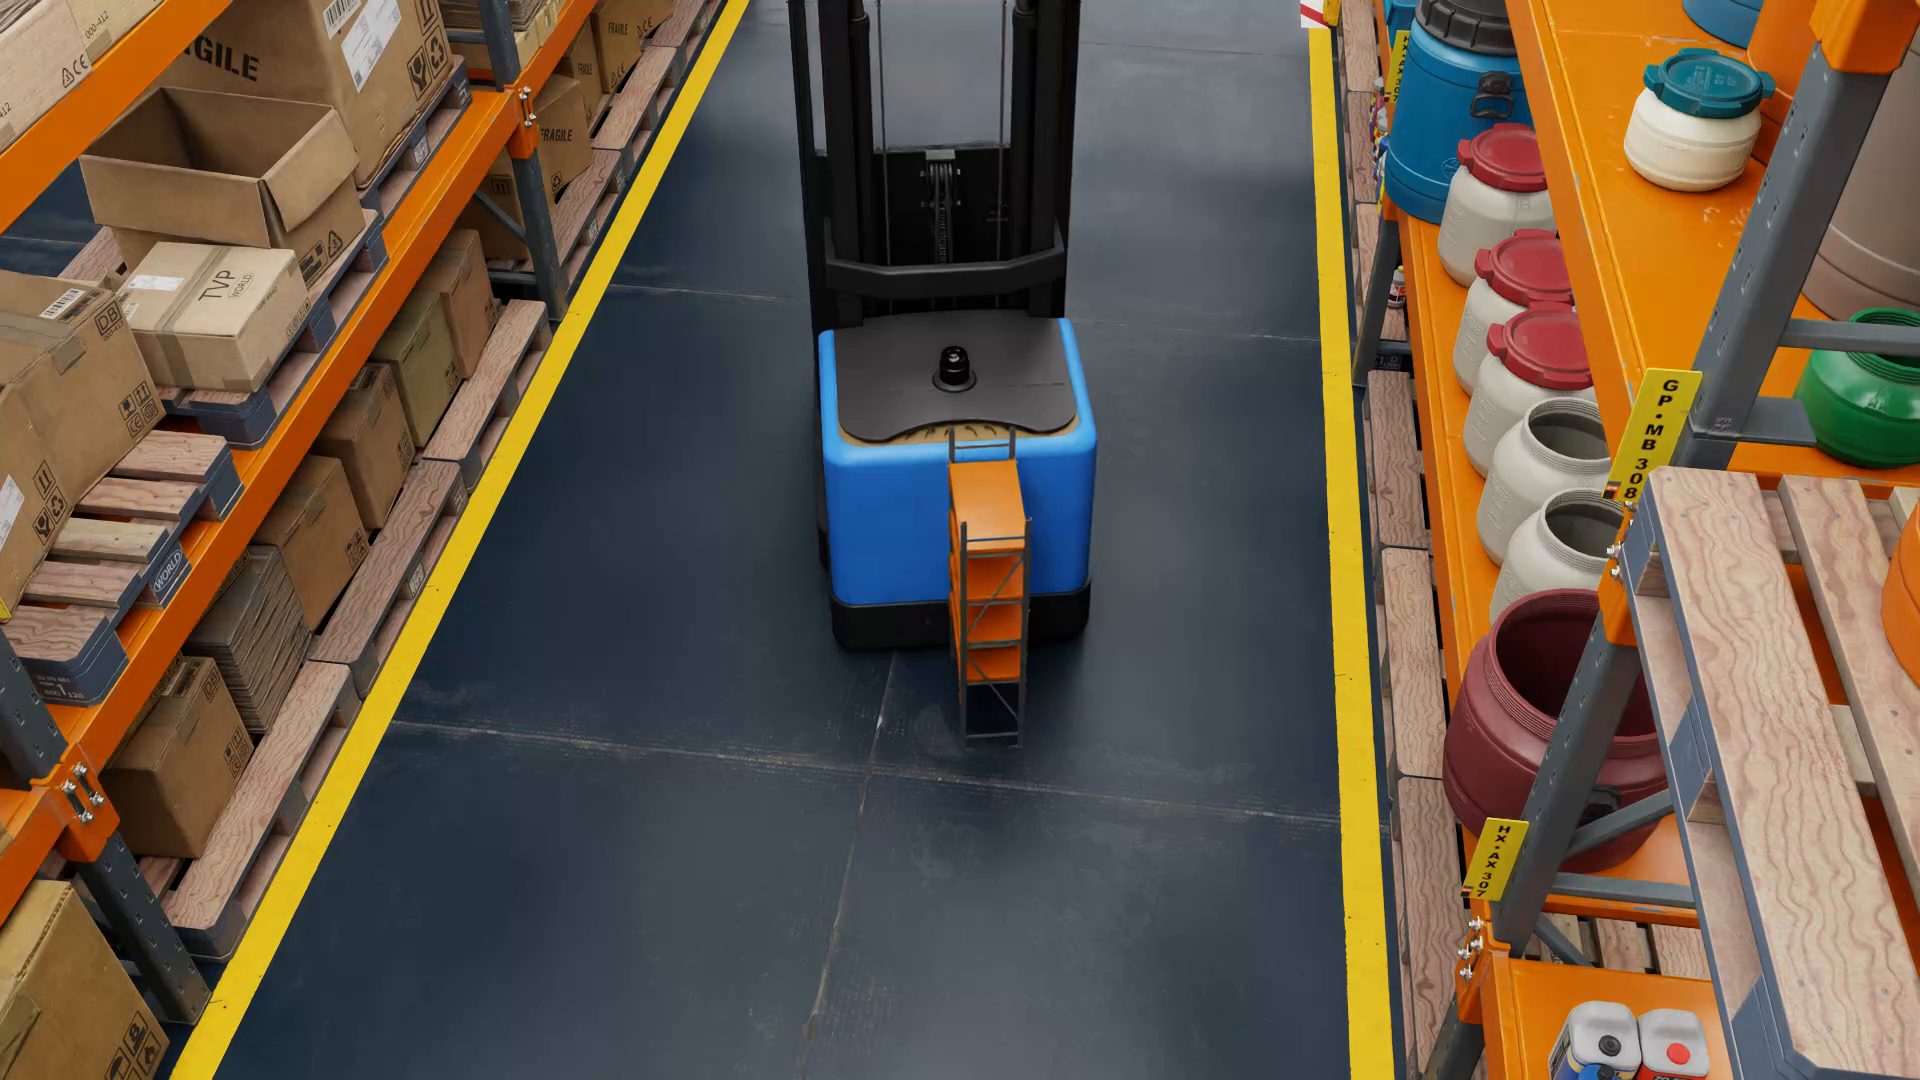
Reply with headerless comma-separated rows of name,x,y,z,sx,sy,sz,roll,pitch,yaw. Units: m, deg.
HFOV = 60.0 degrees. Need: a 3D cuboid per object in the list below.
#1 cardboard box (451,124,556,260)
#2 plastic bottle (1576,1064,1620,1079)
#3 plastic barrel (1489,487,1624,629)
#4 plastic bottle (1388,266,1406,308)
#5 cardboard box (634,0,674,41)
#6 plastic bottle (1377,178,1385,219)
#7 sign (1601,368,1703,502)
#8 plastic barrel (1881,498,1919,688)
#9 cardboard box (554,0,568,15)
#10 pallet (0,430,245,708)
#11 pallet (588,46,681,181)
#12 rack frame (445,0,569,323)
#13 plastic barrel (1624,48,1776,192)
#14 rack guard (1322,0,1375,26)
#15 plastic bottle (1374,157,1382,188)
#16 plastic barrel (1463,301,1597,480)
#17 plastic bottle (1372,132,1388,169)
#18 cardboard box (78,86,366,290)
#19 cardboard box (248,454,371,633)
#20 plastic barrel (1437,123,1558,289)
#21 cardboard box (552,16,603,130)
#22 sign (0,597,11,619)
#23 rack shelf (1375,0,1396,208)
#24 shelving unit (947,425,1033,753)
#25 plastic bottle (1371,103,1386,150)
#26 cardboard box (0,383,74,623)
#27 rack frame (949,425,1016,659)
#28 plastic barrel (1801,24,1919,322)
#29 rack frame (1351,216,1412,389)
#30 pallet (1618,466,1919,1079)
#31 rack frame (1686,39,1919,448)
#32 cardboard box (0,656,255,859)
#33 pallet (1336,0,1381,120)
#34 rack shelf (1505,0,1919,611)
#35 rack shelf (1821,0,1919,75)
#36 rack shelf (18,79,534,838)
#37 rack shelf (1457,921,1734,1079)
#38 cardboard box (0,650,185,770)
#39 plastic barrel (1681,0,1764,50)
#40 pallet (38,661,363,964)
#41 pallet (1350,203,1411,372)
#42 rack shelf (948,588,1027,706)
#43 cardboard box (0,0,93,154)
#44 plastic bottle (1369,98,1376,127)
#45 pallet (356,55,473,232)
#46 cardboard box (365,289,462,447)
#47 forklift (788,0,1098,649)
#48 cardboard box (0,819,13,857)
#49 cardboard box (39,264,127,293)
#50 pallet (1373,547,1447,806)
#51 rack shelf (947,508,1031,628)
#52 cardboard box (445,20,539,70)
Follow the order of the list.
cardboard box,-2.416,-1.790,8.493,0.500,0.500,0.500,4,44,4
plastic bottle,1.452,1.289,3.823,0.097,0.271,0.097,0,43,0
plastic barrel,1.796,0.139,4.862,0.421,0.512,0.421,0,43,0
plastic bottle,2.140,-1.245,8.121,0.097,0.201,0.097,0,43,0
cardboard box,-2.124,-3.412,10.207,0.500,0.500,0.500,16,46,16
plastic bottle,2.268,-1.840,8.640,0.144,0.351,0.185,5,44,5
sign,1.325,-0.196,3.192,0.100,0.325,0.005,5,44,6
plastic barrel,1.794,-0.111,2.408,0.600,0.830,0.708,5,44,6
cardboard box,-2.131,-2.646,8.068,0.380,0.149,0.250,5,44,6
pallet,-3.049,0.024,5.204,1.213,0.211,1.003,5,44,6
pallet,-2.296,-2.558,9.820,1.003,0.211,1.213,5,44,6
rack frame,-2.509,-2.276,7.494,1.000,3.000,0.127,5,44,6
plastic barrel,1.808,-1.027,4.094,0.301,0.262,0.301,0,43,0
rack guard,2.966,-3.588,10.698,1.175,0.500,0.348,5,44,6
plastic bottle,2.282,-1.979,8.896,0.097,0.201,0.097,0,43,0
plastic barrel,1.902,-0.448,5.465,0.433,0.535,0.433,0,43,0
plastic bottle,2.309,-2.119,9.044,0.097,0.201,0.097,0,43,0
cardboard box,-2.647,-1.276,6.058,0.797,0.503,0.637,9,44,10
cardboard box,-2.840,-0.027,6.617,0.700,0.500,0.500,9,44,9
plastic barrel,2.057,-1.243,6.304,0.433,0.535,0.433,0,43,0
cardboard box,-2.344,-2.611,9.361,0.500,0.500,0.500,2,43,2
sign,-2.487,0.078,4.166,0.100,0.325,0.005,5,44,6
rack shelf,2.665,-2.928,8.706,1.077,0.370,4.000,5,44,6
shelving unit,0.101,0.204,6.184,0.258,1.200,0.503,-3,44,-4
plastic bottle,2.335,-2.280,9.163,0.097,0.271,0.097,0,43,0
cardboard box,-3.006,-0.110,4.829,0.500,0.500,0.500,0,43,0
rack frame,0.080,0.037,6.361,0.240,1.200,0.015,-3,44,-4
plastic barrel,2.195,-0.911,3.506,0.600,0.901,0.600,0,43,0
rack frame,2.401,-1.826,7.019,1.000,3.000,0.127,5,44,6
pallet,1.674,0.392,2.632,1.003,0.211,1.213,5,44,6
rack frame,1.872,-1.278,2.077,1.000,3.000,0.127,5,44,6
cardboard box,-2.969,0.740,5.807,0.700,0.500,0.500,3,44,3
pallet,2.853,-2.930,10.213,1.003,0.211,1.213,5,44,6
rack shelf,2.136,-1.291,4.795,1.077,0.370,4.000,5,44,6
rack shelf,1.607,0.491,1.022,1.077,0.370,4.000,5,44,6
rack shelf,-2.773,-0.652,6.302,1.077,0.370,4.000,5,44,6
rack shelf,1.607,2.525,2.947,1.077,0.370,4.000,5,44,6
cardboard box,-2.979,0.466,5.551,0.500,0.250,0.500,7,44,7
plastic barrel,2.376,-1.839,4.487,0.600,0.901,0.708,5,44,6
pallet,-2.933,0.930,6.136,1.003,0.211,1.213,5,44,6
pallet,2.531,-1.267,8.457,1.003,0.211,1.213,5,44,6
rack shelf,0.101,0.397,6.367,0.258,0.148,0.480,-3,44,-4
cardboard box,-2.655,-1.232,4.319,0.500,0.250,0.500,6,44,7
plastic bottle,2.367,-2.418,9.359,0.097,0.201,0.097,0,43,0
pallet,-2.754,-1.699,7.024,1.003,0.211,1.213,5,44,6
cardboard box,-2.693,-0.788,7.421,0.700,0.500,0.500,5,44,5
forklift,-0.117,-1.636,6.868,1.130,2.935,3.031,-3,44,-4
cardboard box,-2.857,0.773,4.202,0.500,0.500,0.500,6,44,7
cardboard box,-3.085,-0.815,5.743,0.396,0.266,0.258,4,44,4
pallet,2.176,0.559,6.528,1.003,0.211,1.213,5,44,6
rack shelf,0.101,0.090,6.077,0.258,0.148,0.480,-3,44,-4
cardboard box,-2.182,-2.304,7.706,0.380,0.149,0.250,5,44,6
